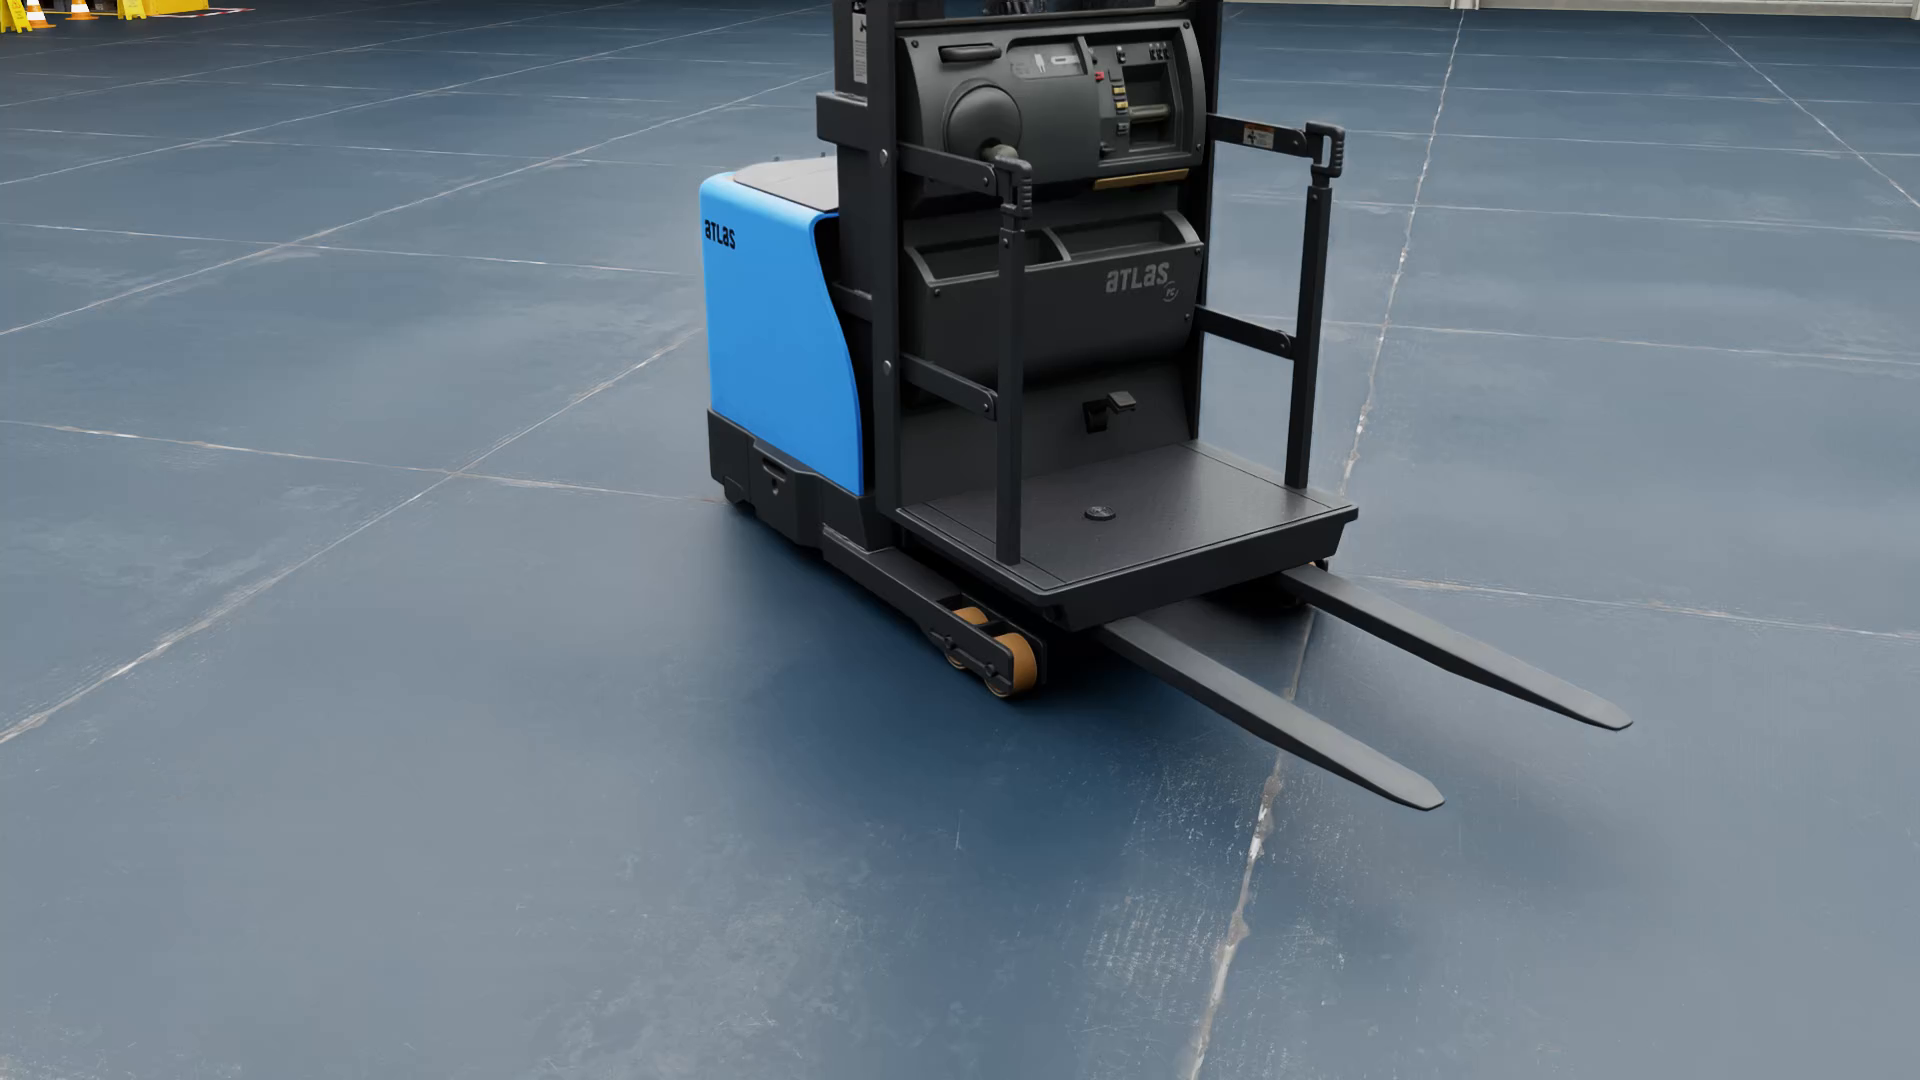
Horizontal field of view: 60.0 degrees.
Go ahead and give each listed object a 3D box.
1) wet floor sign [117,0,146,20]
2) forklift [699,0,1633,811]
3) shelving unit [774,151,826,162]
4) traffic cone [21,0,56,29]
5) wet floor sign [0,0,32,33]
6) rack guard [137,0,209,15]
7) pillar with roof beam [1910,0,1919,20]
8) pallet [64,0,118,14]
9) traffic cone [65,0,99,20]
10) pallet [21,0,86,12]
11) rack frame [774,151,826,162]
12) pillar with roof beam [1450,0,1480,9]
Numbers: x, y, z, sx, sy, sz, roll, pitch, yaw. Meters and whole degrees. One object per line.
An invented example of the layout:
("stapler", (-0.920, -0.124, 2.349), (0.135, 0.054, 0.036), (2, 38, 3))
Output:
("wet floor sign", (-11.126, -7.304, 22.227), (0.232, 0.644, 0.267), (16, 27, 34))
("forklift", (0.387, -1.155, 4.224), (1.130, 2.935, 3.031), (-14, 26, -31))
("shelving unit", (-0.488, -0.813, 5.869), (0.215, 1.050, 0.252), (-14, 26, -31))
("traffic cone", (-11.778, -6.767, 21.159), (0.334, 0.463, 0.336), (7, 23, 16))
("wet floor sign", (-11.732, -6.621, 20.560), (0.232, 0.644, 0.267), (3, 22, 6))
("rack guard", (-11.071, -7.655, 23.274), (0.348, 0.500, 1.175), (7, 23, 16))
("pillar with roof beam", (11.759, -9.591, 16.795), (0.400, 9.000, 9.100), (7, 23, 16))
("pallet", (-11.839, -7.623, 23.577), (1.213, 0.211, 1.003), (7, 23, 16))
("traffic cone", (-11.783, -7.208, 22.233), (0.334, 0.463, 0.336), (7, 23, 16))
("pallet", (-13.003, -7.758, 23.905), (1.213, 0.211, 1.003), (7, 23, 16))
("rack frame", (-0.555, -0.852, 5.964), (0.200, 1.050, 0.008), (-14, 26, -31))
("pillar with roof beam", (6.015, -10.249, 18.399), (0.400, 9.000, 9.100), (7, 23, 16))
